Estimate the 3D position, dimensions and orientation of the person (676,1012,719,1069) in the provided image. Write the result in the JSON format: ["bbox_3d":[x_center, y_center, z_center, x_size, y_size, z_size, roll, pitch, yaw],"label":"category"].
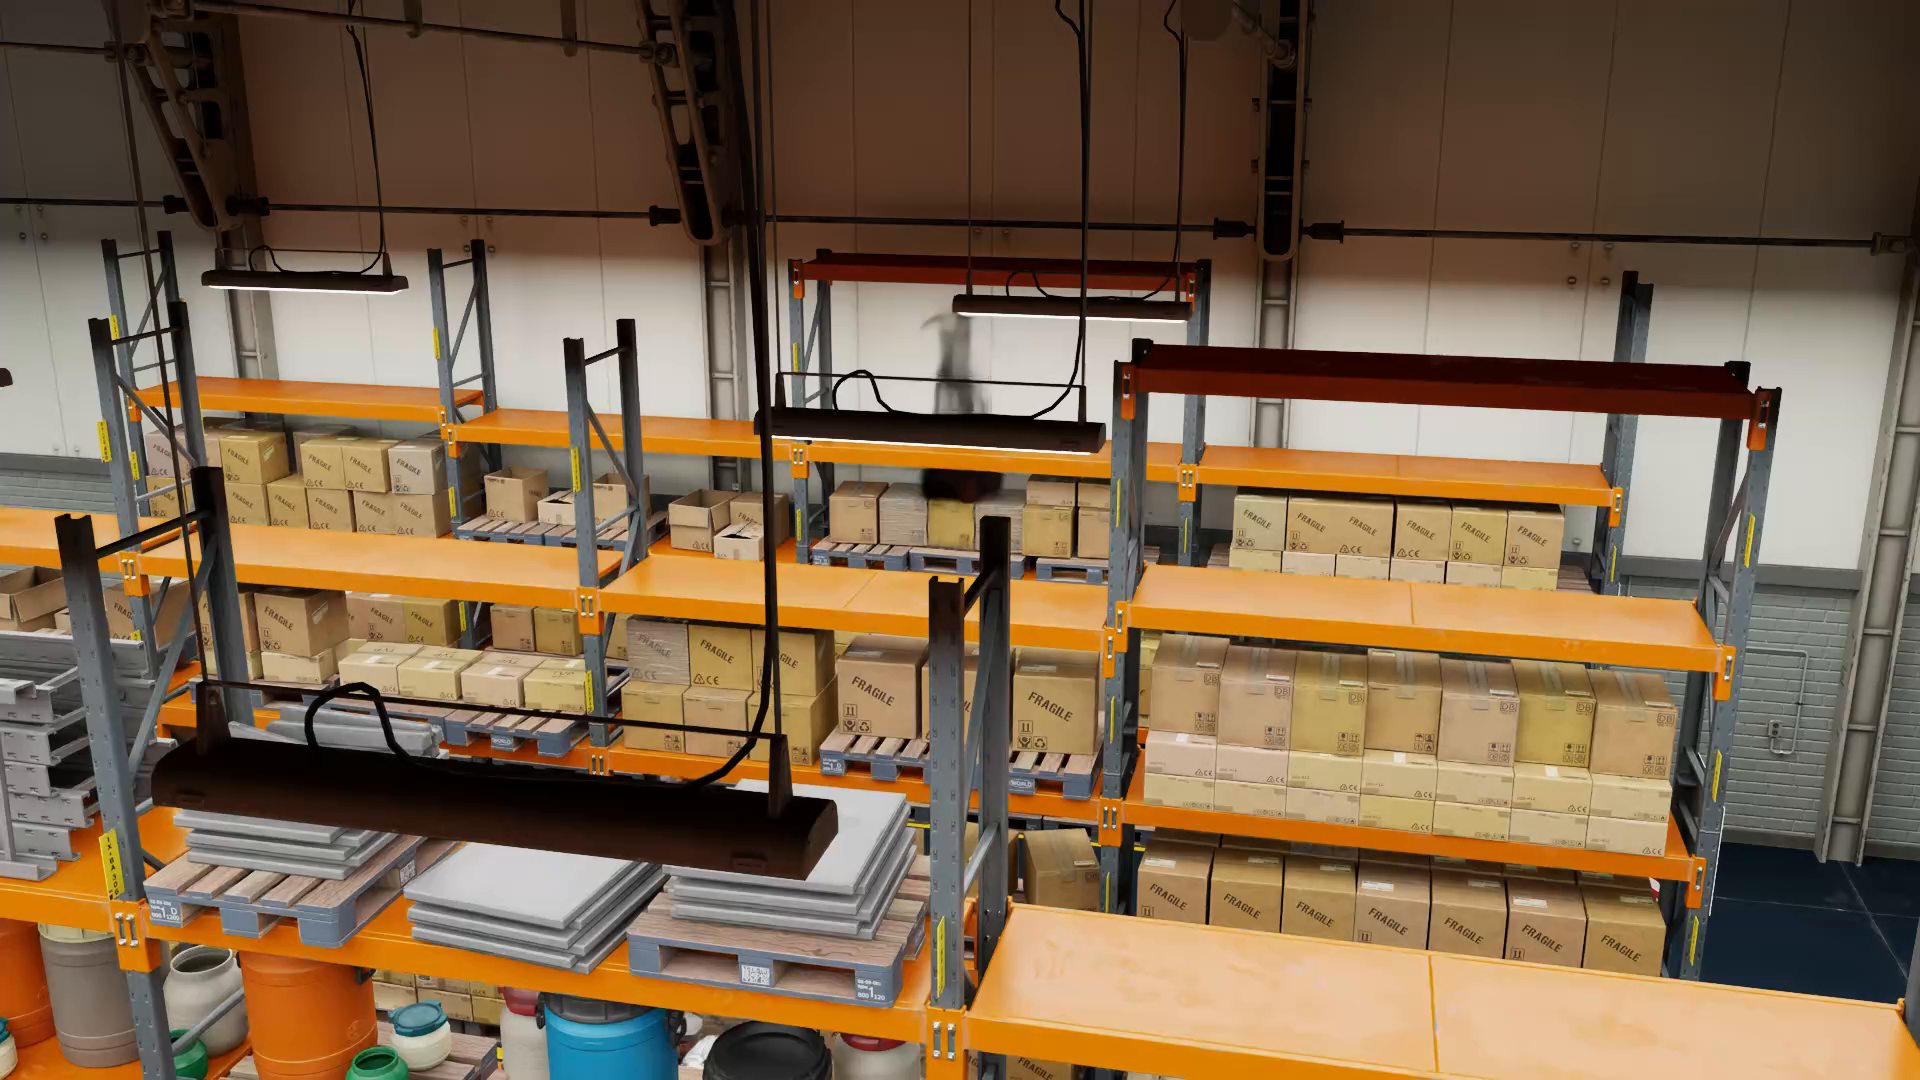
[{"bbox_3d":[-1.518,4.116,11.470,1.019,1.721,0.707,3,17,12],"label":"person"}]

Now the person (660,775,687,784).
[{"bbox_3d":[-2.952,2.657,16.444,0.539,1.608,0.600,0,16,1],"label":"person"}]
